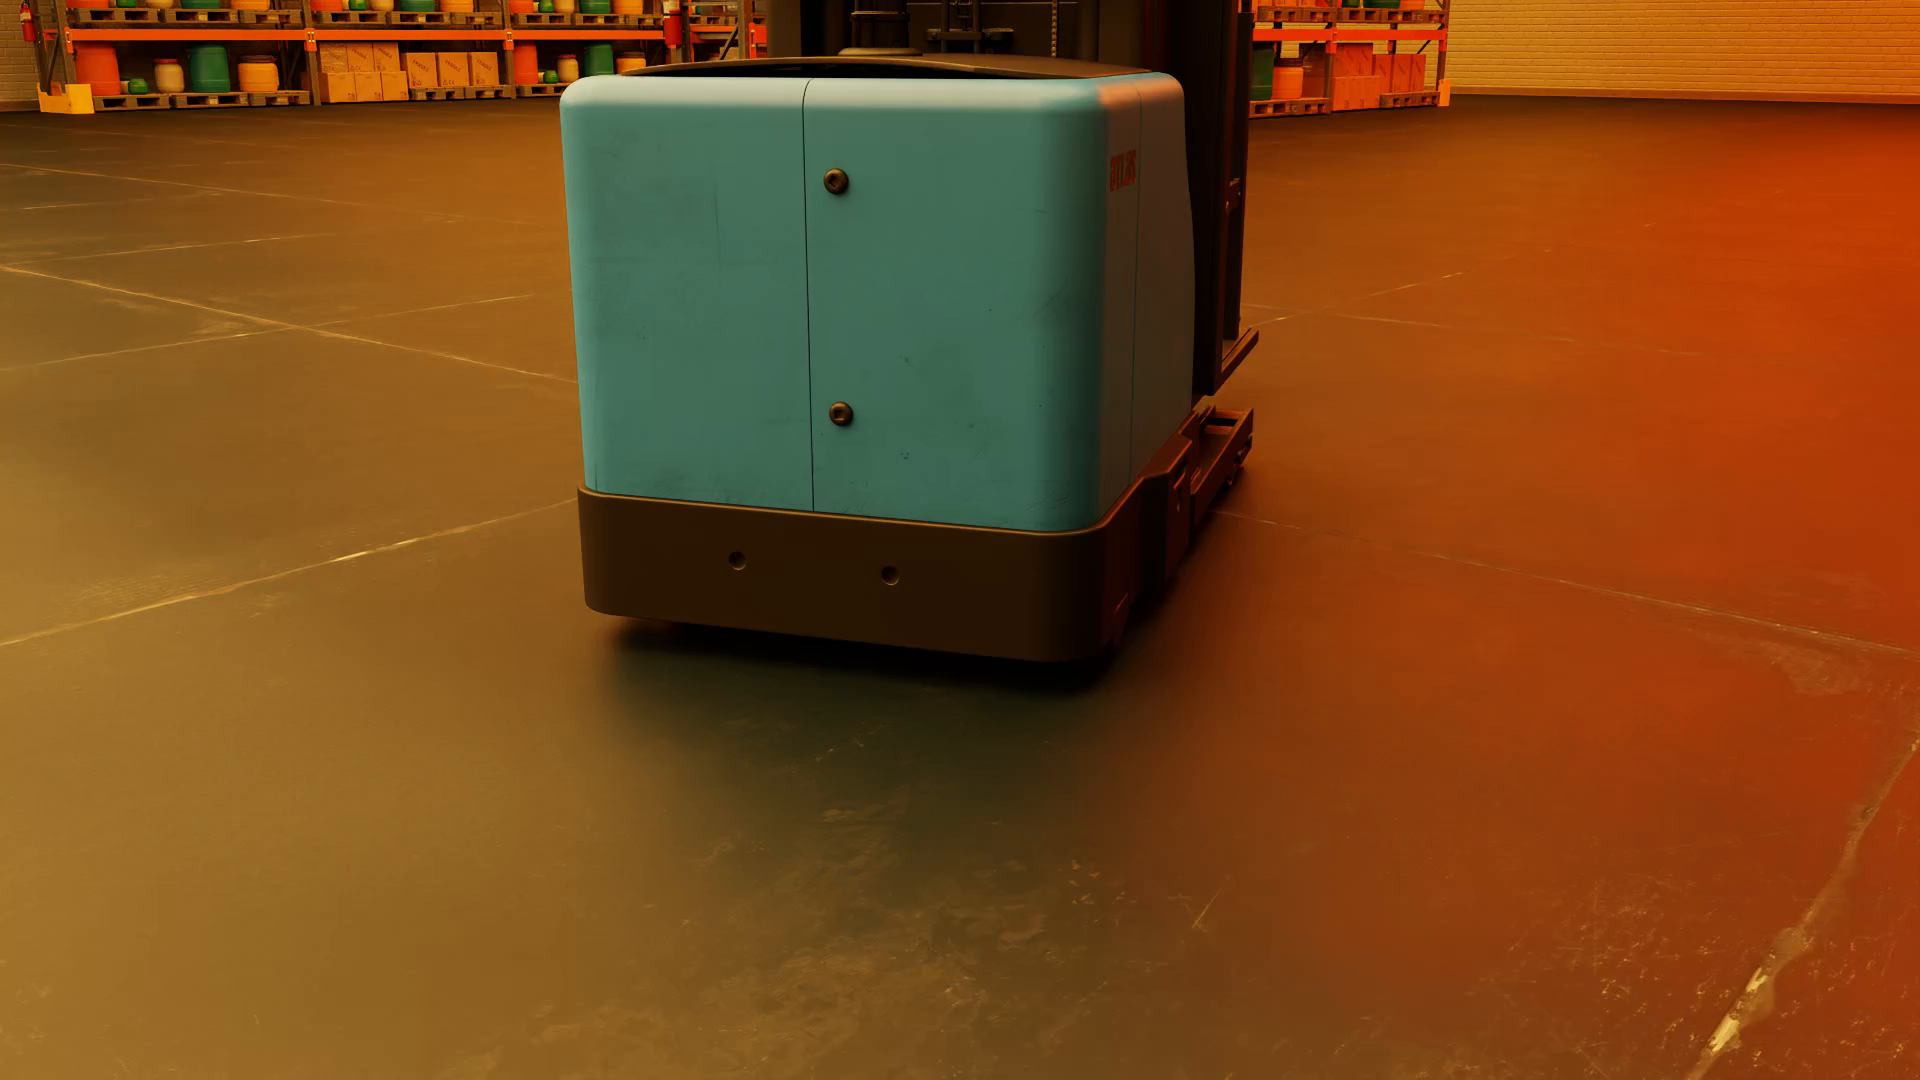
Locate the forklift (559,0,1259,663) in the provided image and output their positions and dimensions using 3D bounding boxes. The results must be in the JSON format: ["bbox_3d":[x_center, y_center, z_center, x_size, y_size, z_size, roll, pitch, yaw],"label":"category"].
[{"bbox_3d":[0.182,-1.571,4.072,1.130,2.935,3.031,5,18,17],"label":"forklift"}]
